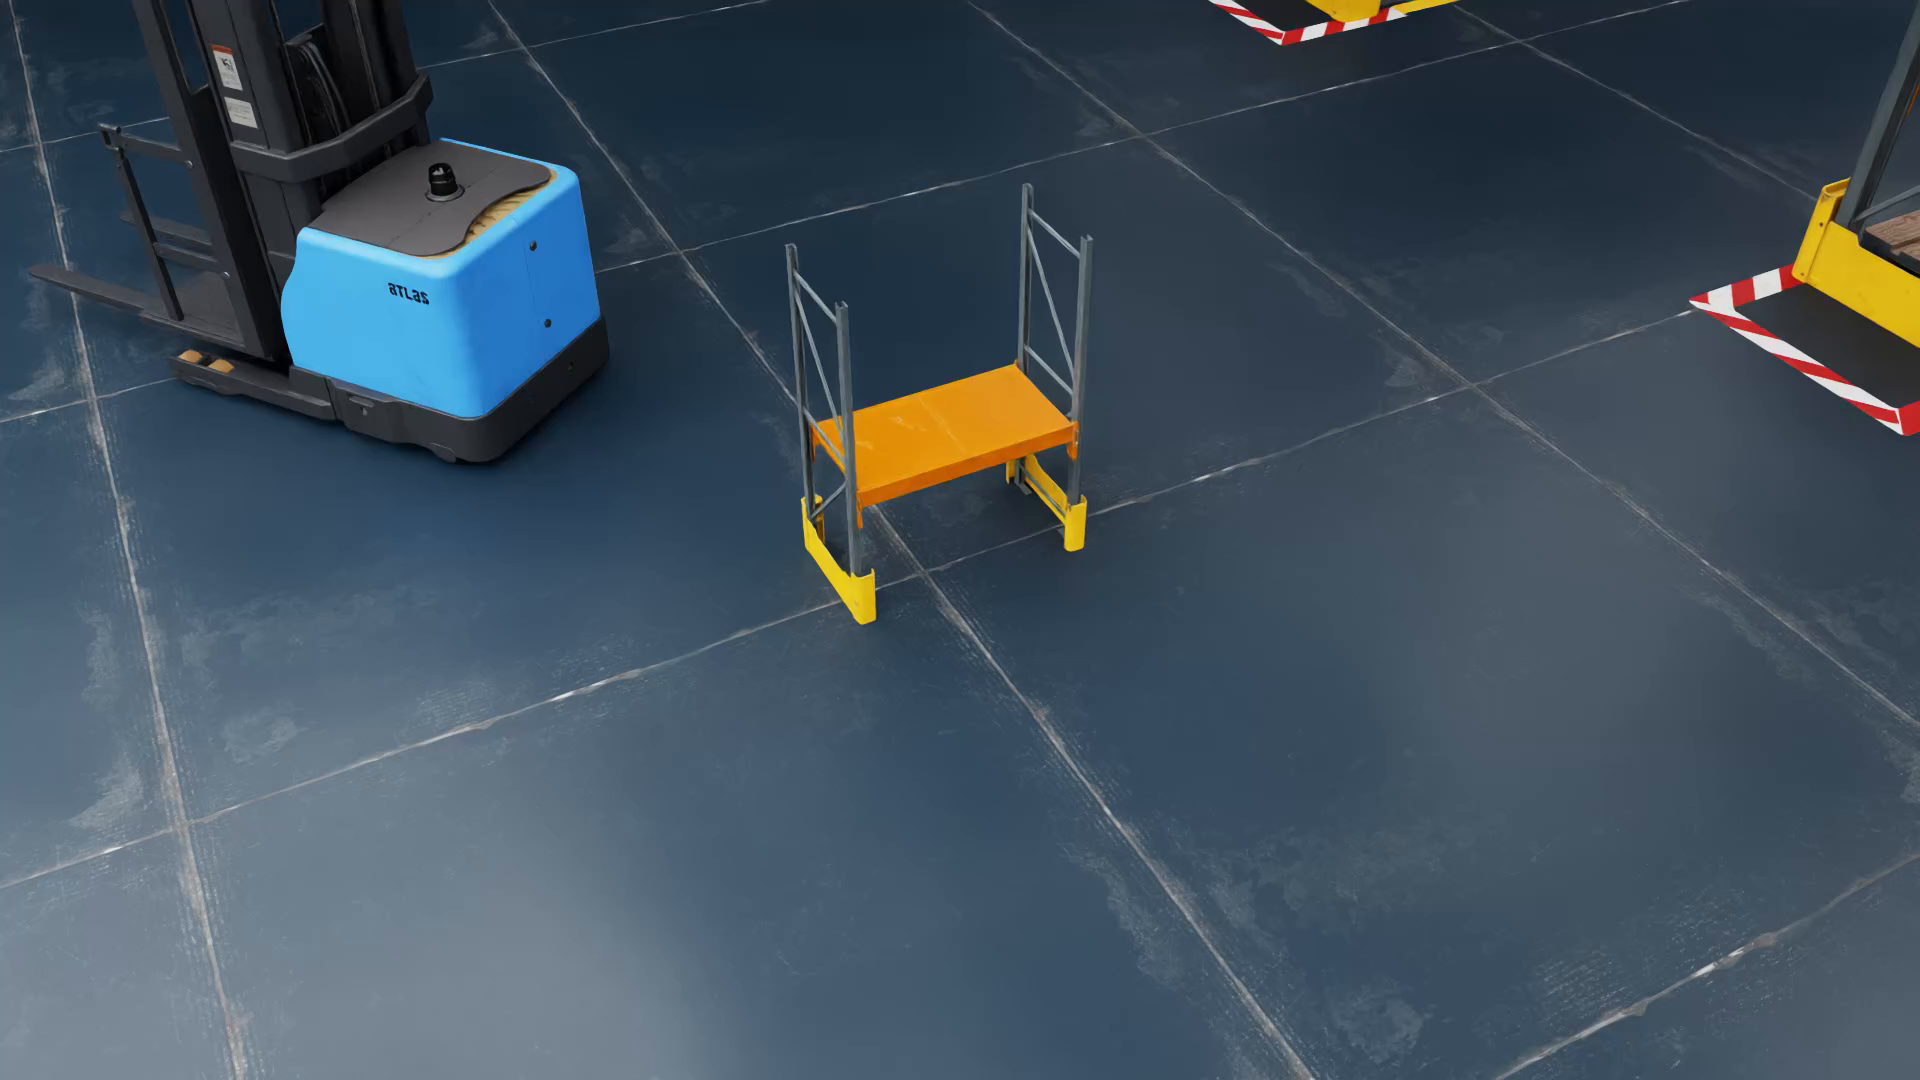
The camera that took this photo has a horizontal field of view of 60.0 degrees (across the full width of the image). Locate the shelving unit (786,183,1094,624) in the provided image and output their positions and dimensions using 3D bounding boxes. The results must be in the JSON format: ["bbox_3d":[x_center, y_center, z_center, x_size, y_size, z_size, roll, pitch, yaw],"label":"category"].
[{"bbox_3d":[-0.068,-0.550,6.739,1.083,1.500,0.587,-19,44,-21],"label":"shelving unit"}]

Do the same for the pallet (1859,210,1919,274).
[{"bbox_3d":[5.592,-1.478,8.832,1.213,0.211,1.003,-19,44,-21],"label":"pallet"}]

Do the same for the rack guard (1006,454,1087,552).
[{"bbox_3d":[0.374,-0.221,7.318,0.087,0.250,0.587,-19,44,-21],"label":"rack guard"}]

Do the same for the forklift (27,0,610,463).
[{"bbox_3d":[-3.286,-2.116,7.481,3.031,2.935,1.130,17,43,19],"label":"forklift"}]

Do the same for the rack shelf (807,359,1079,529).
[{"bbox_3d":[-0.076,-0.410,6.852,1.000,0.185,0.538,-19,44,-21],"label":"rack shelf"}]

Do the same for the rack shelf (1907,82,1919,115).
[{"bbox_3d":[6.597,-2.575,8.528,4.000,0.370,1.077,-19,44,-21],"label":"rack shelf"}]

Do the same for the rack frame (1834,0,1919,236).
[{"bbox_3d":[4.823,-2.253,7.590,0.127,3.000,1.000,-19,44,-21],"label":"rack frame"}]

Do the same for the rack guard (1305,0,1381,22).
[{"bbox_3d":[2.517,-4.131,11.744,0.348,0.500,1.175,-19,44,-21],"label":"rack guard"}]

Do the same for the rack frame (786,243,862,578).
[{"bbox_3d":[-0.527,-0.395,6.556,0.032,1.500,0.500,-19,44,-21],"label":"rack frame"}]

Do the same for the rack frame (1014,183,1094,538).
[{"bbox_3d":[0.375,-0.699,6.915,0.032,1.500,0.500,-19,44,-21],"label":"rack frame"}]

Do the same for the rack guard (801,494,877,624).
[{"bbox_3d":[-0.509,0.076,6.967,0.087,0.250,0.587,-19,44,-21],"label":"rack guard"}]

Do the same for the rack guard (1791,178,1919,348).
[{"bbox_3d":[4.869,-1.349,8.456,0.348,0.500,1.175,-19,44,-21],"label":"rack guard"}]

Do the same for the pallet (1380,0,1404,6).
[{"bbox_3d":[3.197,-4.281,12.143,1.213,0.211,1.003,-19,44,-21],"label":"pallet"}]
